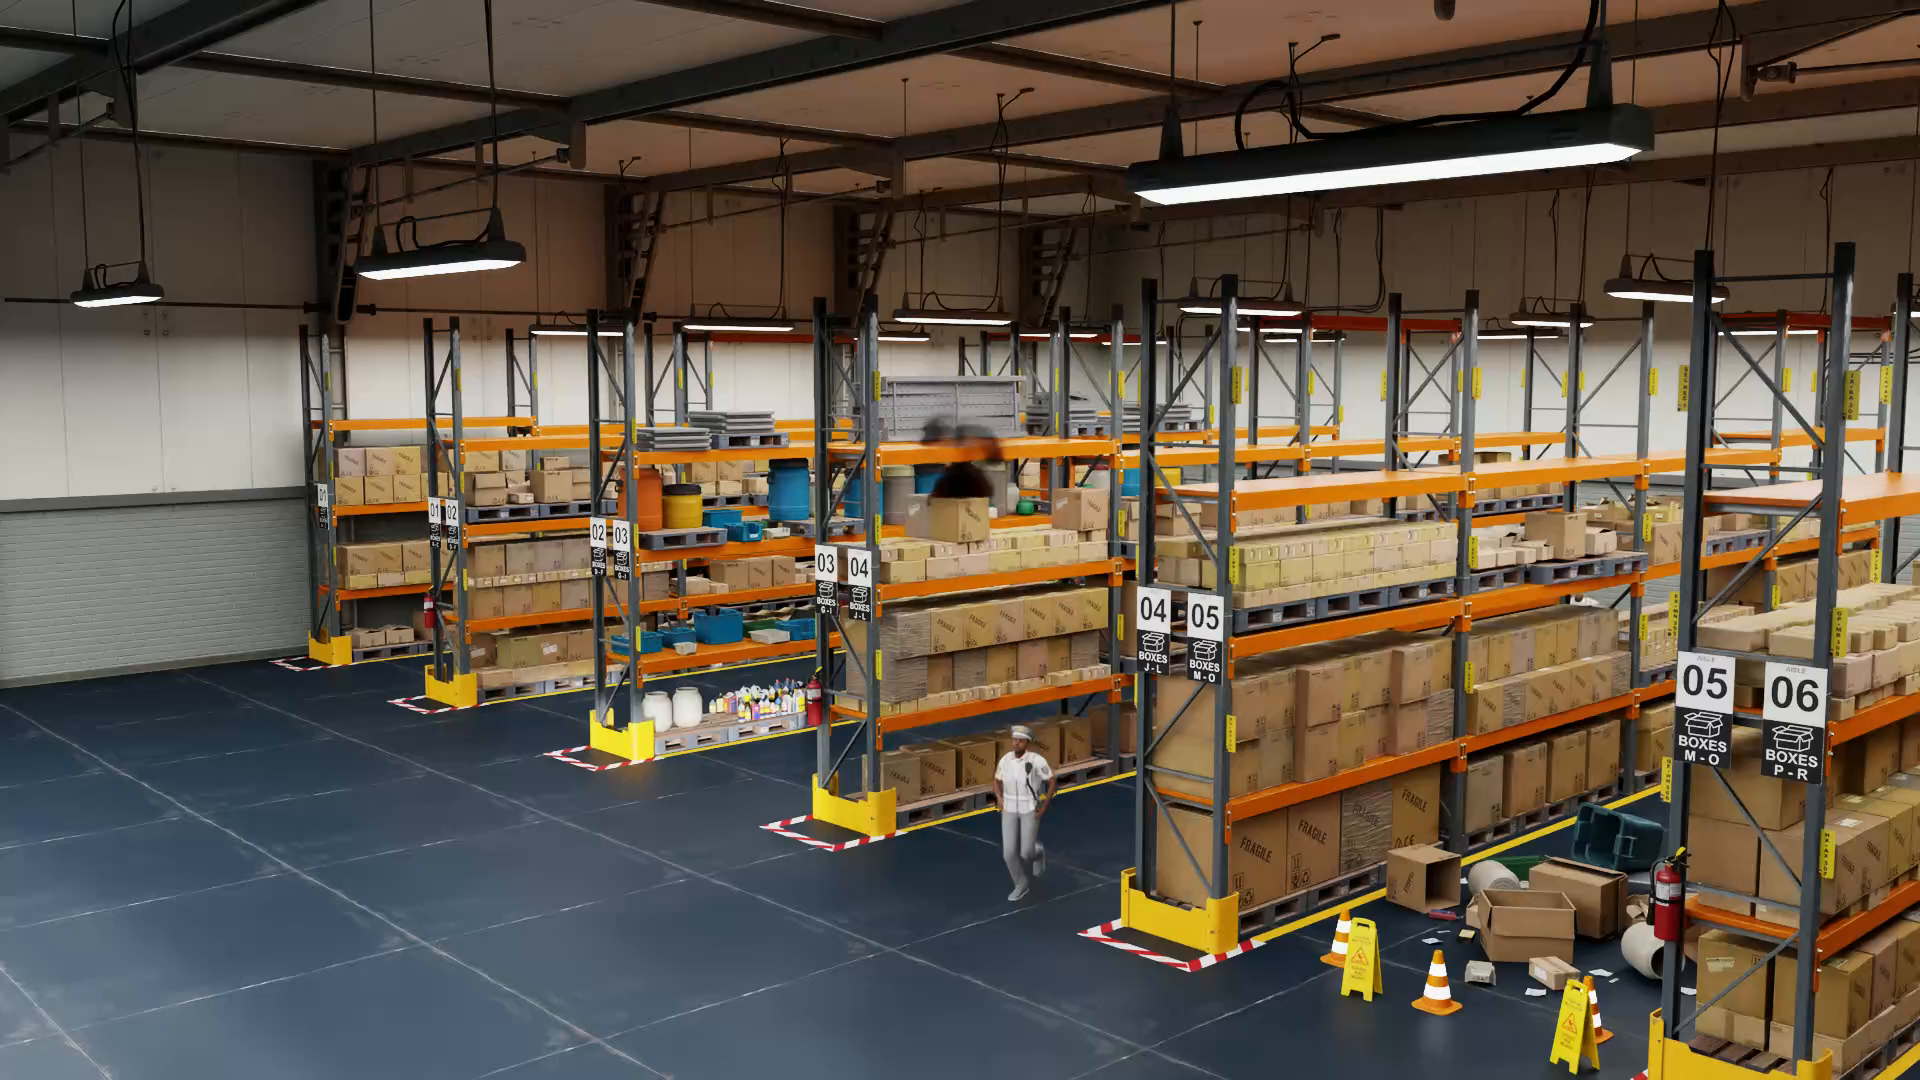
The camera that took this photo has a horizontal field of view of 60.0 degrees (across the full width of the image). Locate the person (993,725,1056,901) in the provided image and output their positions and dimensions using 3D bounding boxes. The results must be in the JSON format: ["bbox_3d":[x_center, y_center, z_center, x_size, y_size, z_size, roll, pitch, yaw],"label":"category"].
[{"bbox_3d":[0.595,2.565,15.799,0.611,1.664,0.560,2,6,20],"label":"person"}]

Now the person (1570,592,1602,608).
[{"bbox_3d":[10.029,1.564,26.944,0.607,1.814,0.909,5,8,42],"label":"person"}]
